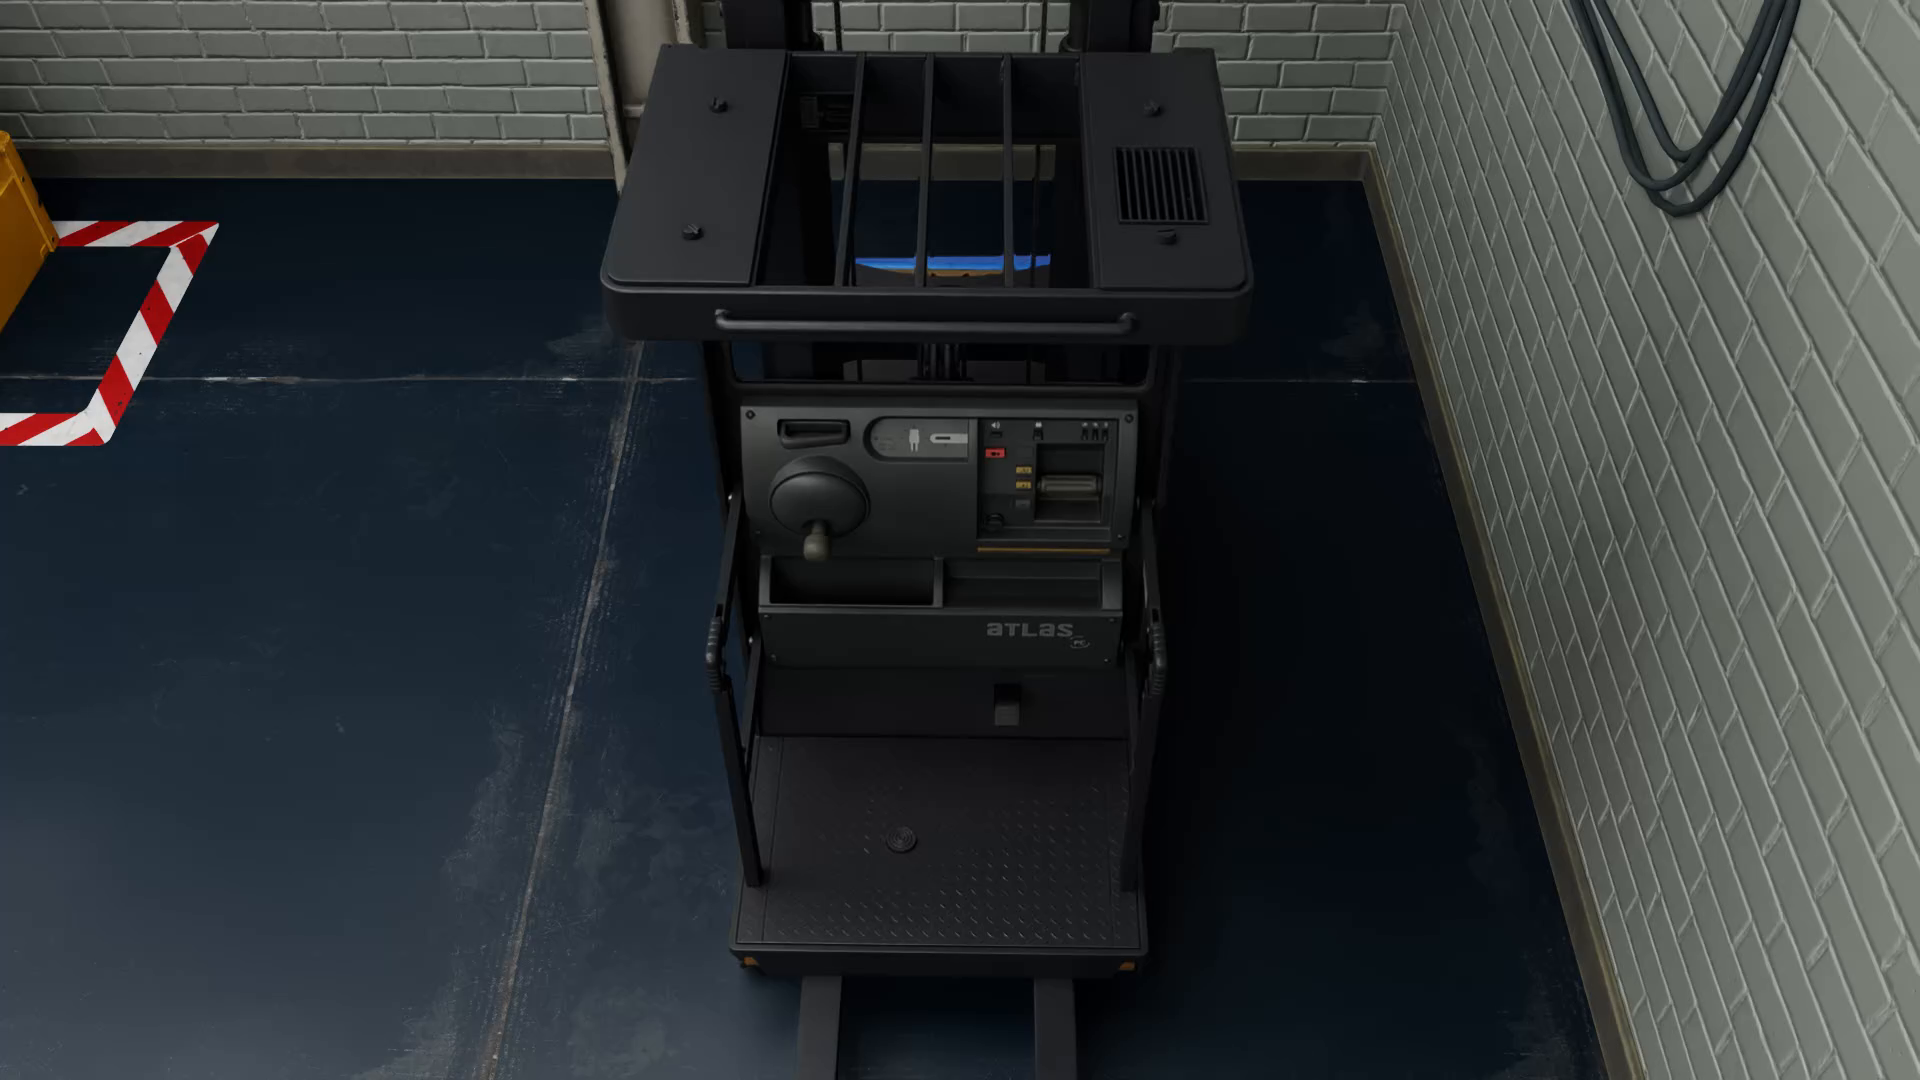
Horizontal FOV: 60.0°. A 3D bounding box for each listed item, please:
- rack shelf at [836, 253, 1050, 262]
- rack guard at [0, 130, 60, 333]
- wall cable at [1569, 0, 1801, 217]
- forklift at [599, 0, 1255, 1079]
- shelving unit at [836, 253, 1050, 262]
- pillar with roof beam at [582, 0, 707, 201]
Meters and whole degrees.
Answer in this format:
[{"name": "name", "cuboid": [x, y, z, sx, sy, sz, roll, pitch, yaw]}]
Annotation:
[{"name": "rack shelf", "cuboid": [-0.076, -0.755, 5.673, 1.000, 0.185, 0.538, -1, 47, -1]}, {"name": "rack guard", "cuboid": [-3.911, -1.022, 6.359, 0.348, 0.500, 1.175, 0, 47, 0]}, {"name": "wall cable", "cuboid": [1.720, -2.582, 4.127, 0.112, 2.526, 3.097, 0, 47, 0]}, {"name": "forklift", "cuboid": [-0.050, -0.043, 3.787, 1.130, 2.935, 3.031, 1, 47, 1]}, {"name": "shelving unit", "cuboid": [-0.076, -0.877, 5.542, 1.048, 1.500, 0.538, -1, 47, -1]}, {"name": "pillar with roof beam", "cuboid": [-1.247, -1.392, 0.898, 0.400, 9.000, 9.100, 0, 47, 0]}]
